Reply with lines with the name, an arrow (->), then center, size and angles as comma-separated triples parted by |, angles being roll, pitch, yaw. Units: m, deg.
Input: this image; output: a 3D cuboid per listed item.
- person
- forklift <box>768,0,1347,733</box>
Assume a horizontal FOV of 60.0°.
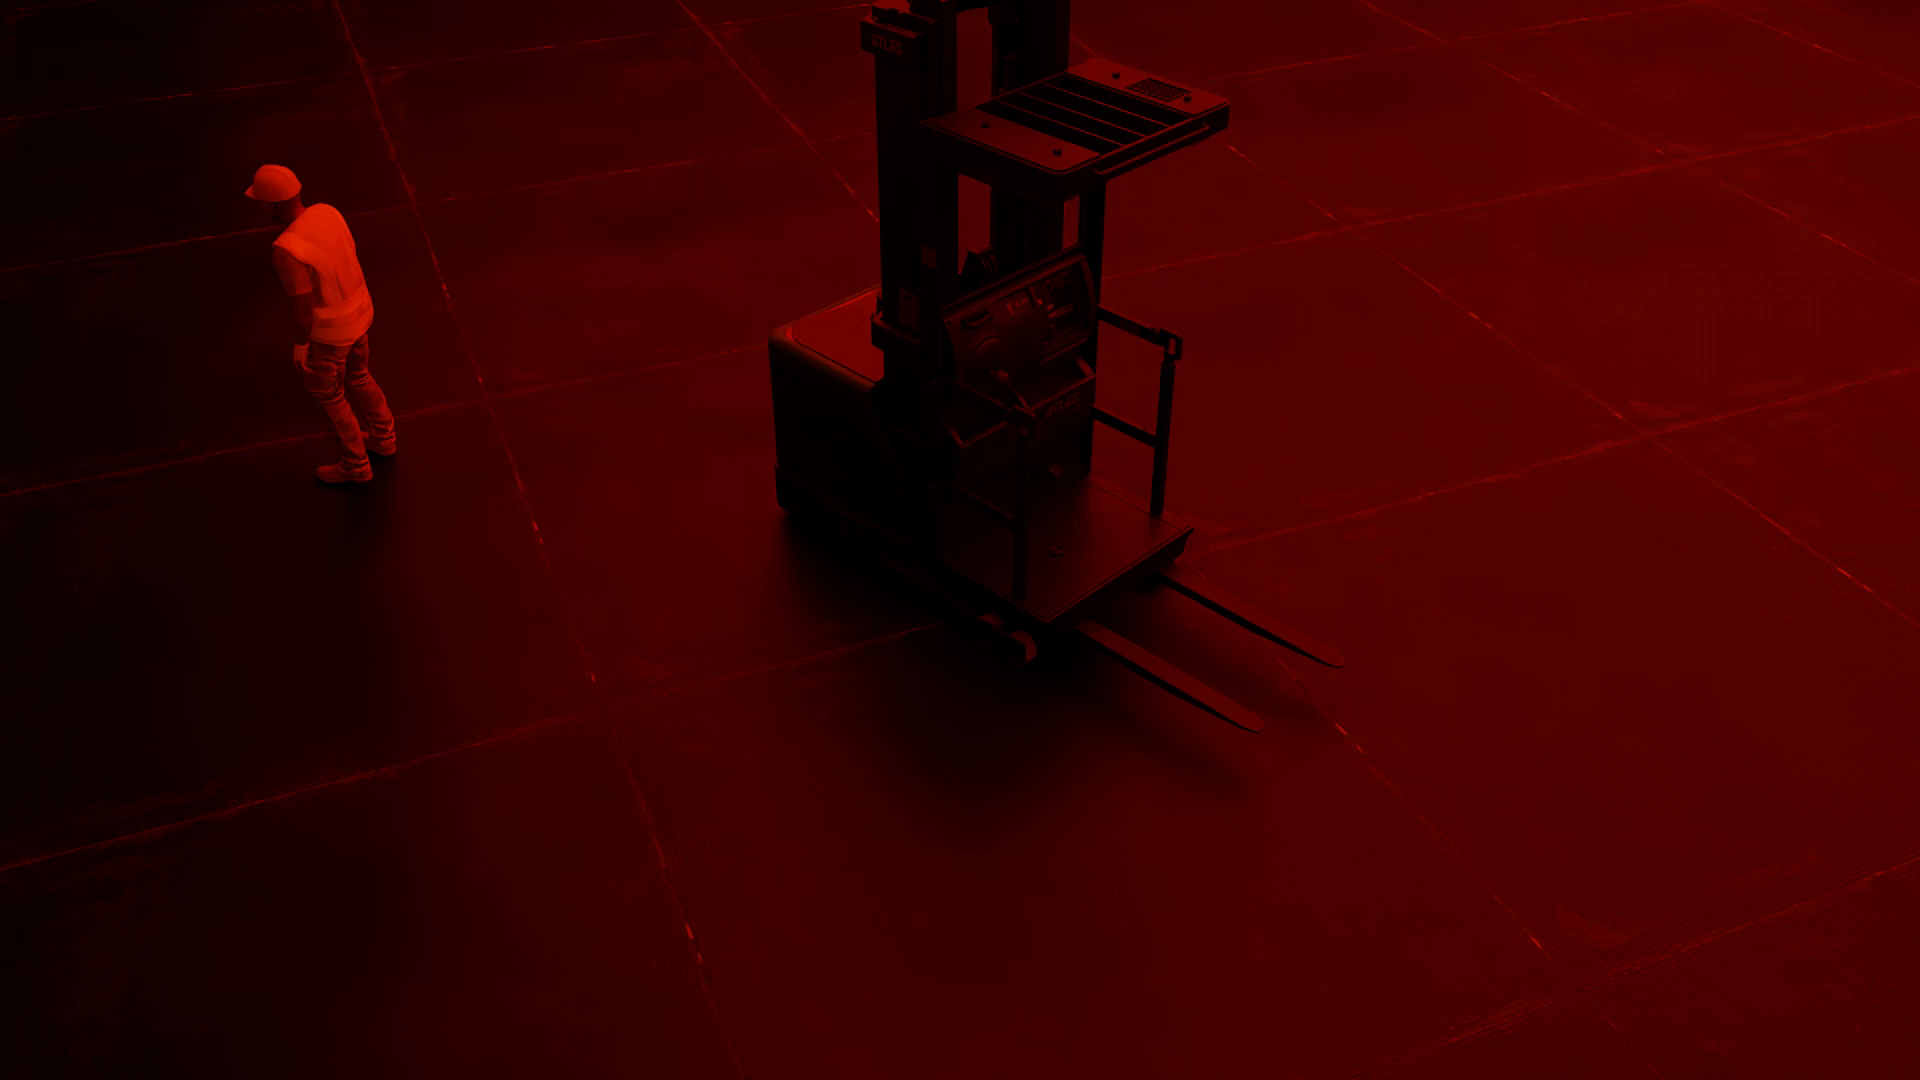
person -> -3.309, -1.123, 8.681 | 0.452, 1.772, 0.617 | 6, 36, 9
forklift -> 0.432, -0.946, 7.429 | 3.031, 2.935, 1.130 | 30, 45, 35
